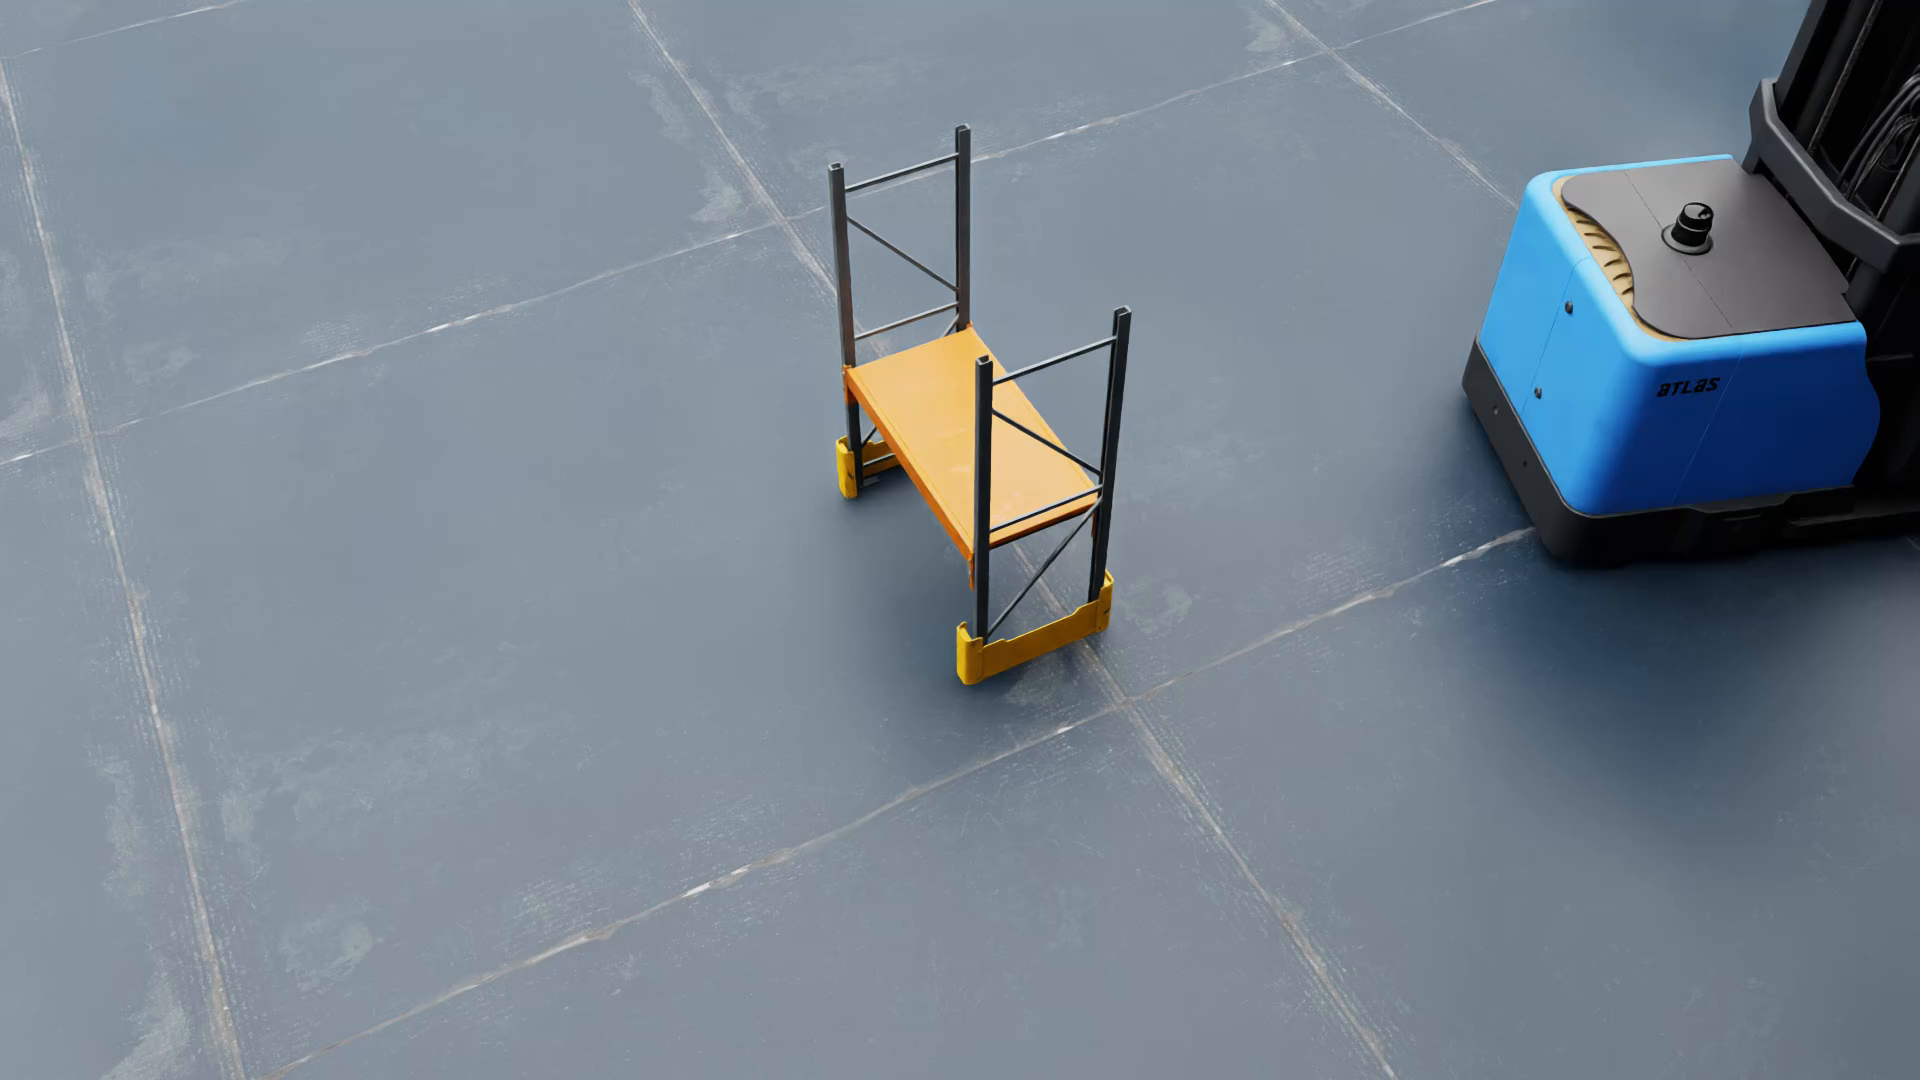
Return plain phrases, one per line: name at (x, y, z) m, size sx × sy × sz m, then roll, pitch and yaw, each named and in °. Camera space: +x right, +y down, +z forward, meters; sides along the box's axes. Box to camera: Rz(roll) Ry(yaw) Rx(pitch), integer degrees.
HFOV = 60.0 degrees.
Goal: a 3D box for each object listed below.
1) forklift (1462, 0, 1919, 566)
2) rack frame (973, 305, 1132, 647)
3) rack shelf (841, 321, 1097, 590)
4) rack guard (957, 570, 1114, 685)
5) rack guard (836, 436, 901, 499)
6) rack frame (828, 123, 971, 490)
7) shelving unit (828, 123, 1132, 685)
forklift at (3.585, -1.395, 5.523) m, size 3.031 × 2.935 × 1.130 m, roll -7°, pitch 49°, yaw -6°
rack frame at (0.272, -0.096, 5.338) m, size 0.500 × 1.500 × 0.032 m, roll -21°, pitch 52°, yaw -18°
rack shelf at (0.039, -0.318, 5.771) m, size 0.538 × 0.185 × 1.000 m, roll -21°, pitch 52°, yaw -18°
rack guard at (0.263, 0.302, 5.820) m, size 0.587 × 0.250 × 0.087 m, roll -21°, pitch 52°, yaw -18°
rack guard at (-0.193, -0.365, 6.403) m, size 0.587 × 0.250 × 0.087 m, roll -21°, pitch 52°, yaw -18°
rack frame at (-0.194, -0.777, 5.933) m, size 0.500 × 1.500 × 0.032 m, roll -21°, pitch 52°, yaw -18°
shelving unit at (0.035, -0.443, 5.641) m, size 0.587 × 1.500 × 1.083 m, roll -21°, pitch 52°, yaw -18°
